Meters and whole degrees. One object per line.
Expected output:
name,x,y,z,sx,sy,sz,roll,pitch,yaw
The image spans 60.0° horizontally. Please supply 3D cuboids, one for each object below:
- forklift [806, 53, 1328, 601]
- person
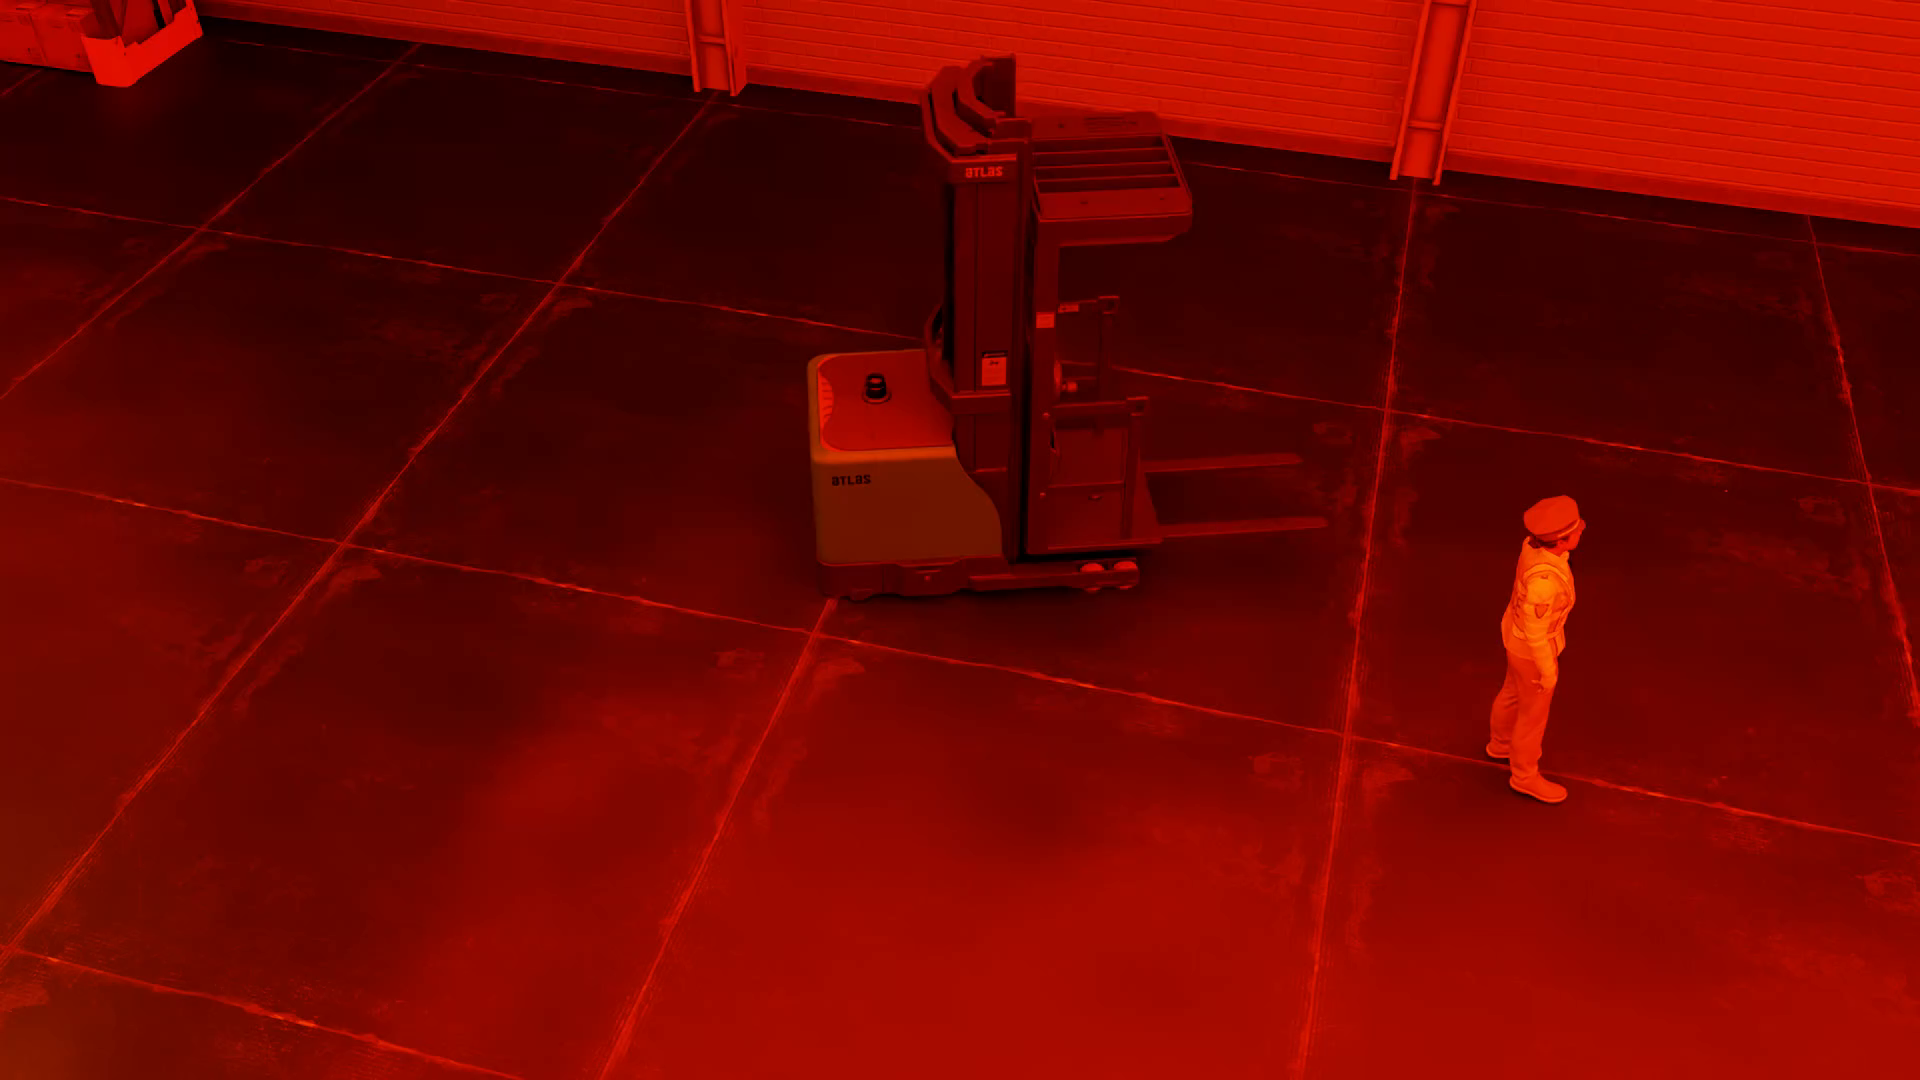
forklift,0.640,-1.151,9.174,3.031,2.935,1.130,-3,41,-4
person,2.900,0.508,8.211,0.530,1.697,0.581,7,42,8
